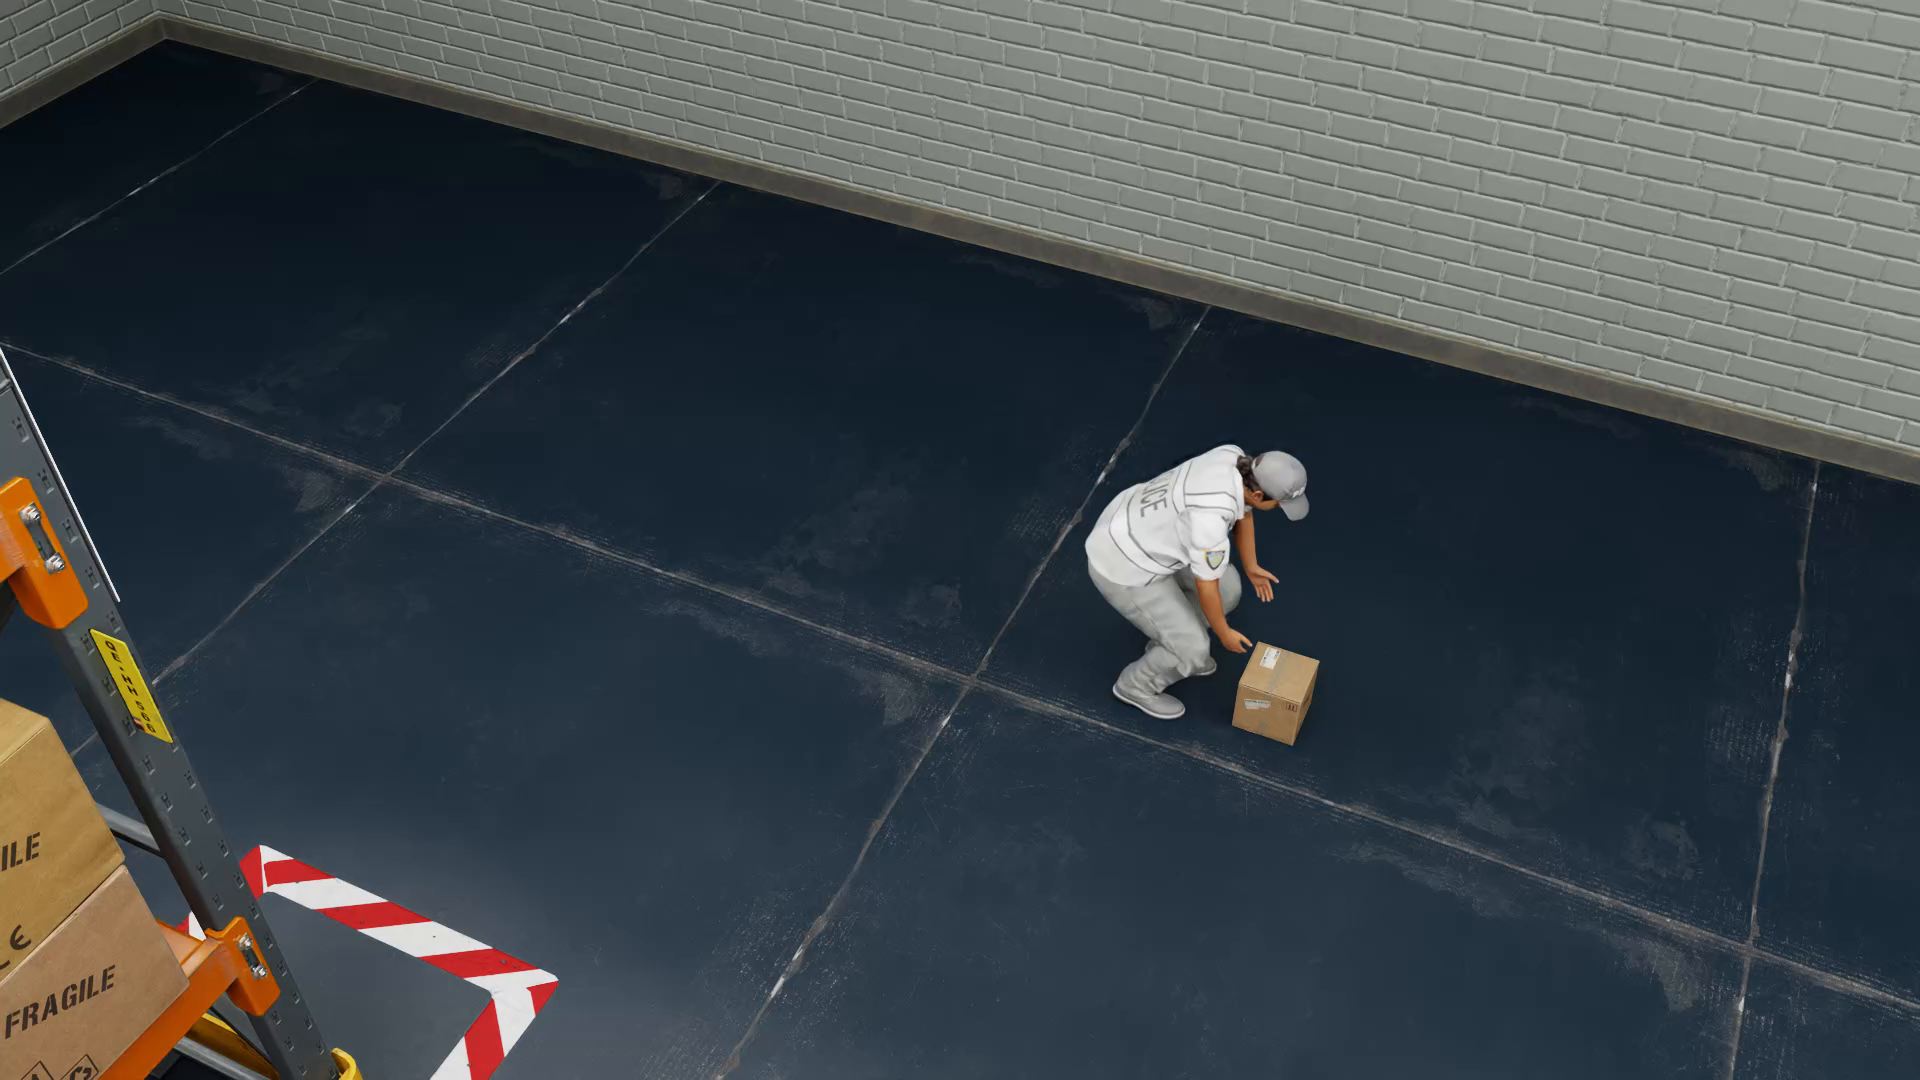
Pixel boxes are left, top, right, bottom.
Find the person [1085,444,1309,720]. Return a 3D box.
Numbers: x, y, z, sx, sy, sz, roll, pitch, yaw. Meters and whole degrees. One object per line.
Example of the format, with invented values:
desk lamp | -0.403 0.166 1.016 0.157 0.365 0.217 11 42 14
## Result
person | 0.883 0.105 6.347 0.785 1.265 0.533 18 45 18
